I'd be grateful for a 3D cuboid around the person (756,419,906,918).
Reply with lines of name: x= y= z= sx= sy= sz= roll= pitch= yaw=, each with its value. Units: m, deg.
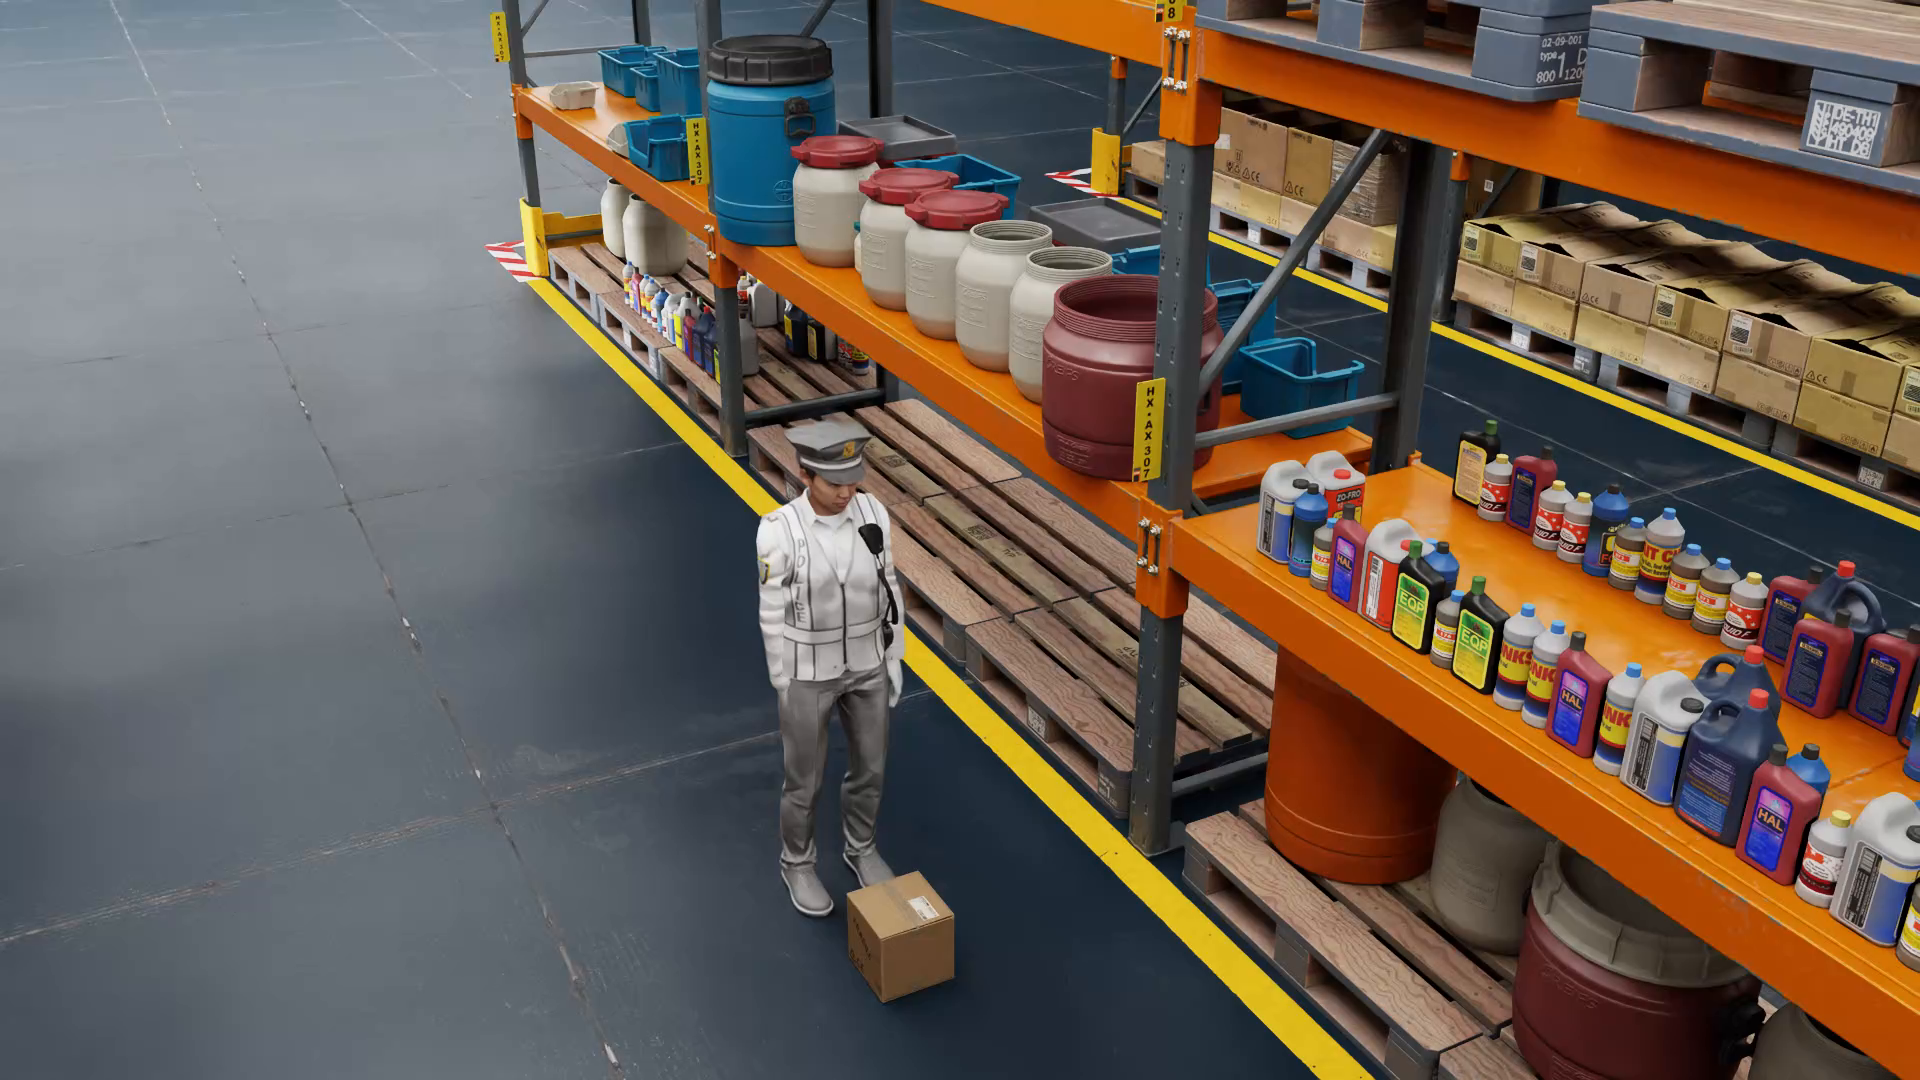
person: x=-0.385 y=0.416 z=5.251 sx=0.469 sy=1.663 sz=0.328 roll=-12 pitch=28 yaw=-24
